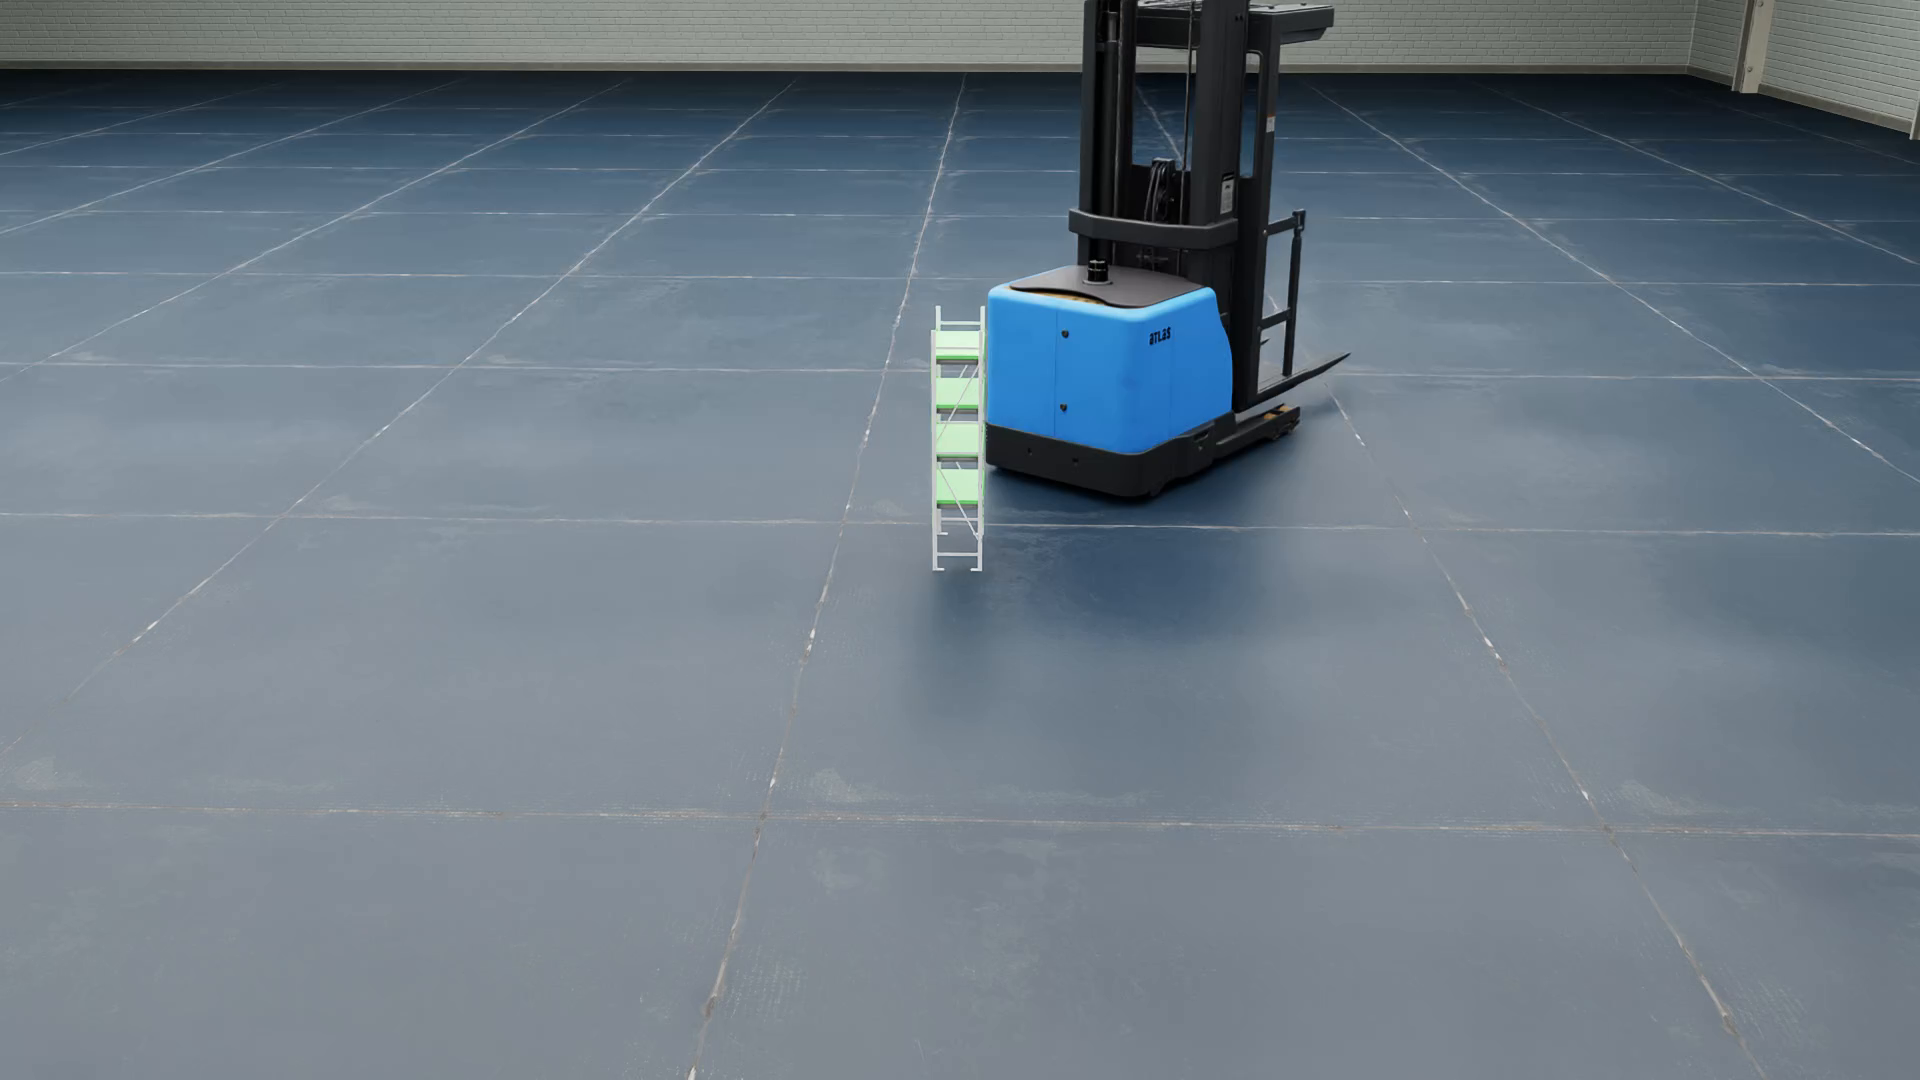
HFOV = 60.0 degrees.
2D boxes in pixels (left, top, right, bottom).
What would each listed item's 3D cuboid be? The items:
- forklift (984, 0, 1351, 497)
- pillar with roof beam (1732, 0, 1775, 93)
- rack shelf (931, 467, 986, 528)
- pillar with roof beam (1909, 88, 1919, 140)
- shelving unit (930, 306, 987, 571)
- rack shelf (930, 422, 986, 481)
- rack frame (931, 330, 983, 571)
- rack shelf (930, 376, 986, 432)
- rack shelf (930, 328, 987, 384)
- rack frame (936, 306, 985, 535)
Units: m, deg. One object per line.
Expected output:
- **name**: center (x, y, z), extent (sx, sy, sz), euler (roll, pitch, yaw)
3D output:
- **forklift**: center (1.437, -2.064, 9.798), extent (1.130, 2.935, 3.031), euler (16, 26, 35)
- **pillar with roof beam**: center (8.900, -11.780, 26.450), extent (9.100, 9.000, 0.400), euler (1, 21, 2)
- **rack shelf**: center (-0.005, -0.216, 8.268), extent (0.258, 0.148, 0.480), euler (1, 21, 2)
- **pillar with roof beam**: center (8.717, -9.611, 20.859), extent (9.100, 9.000, 0.400), euler (1, 21, 2)
- **shelving unit**: center (-0.005, -0.500, 8.158), extent (0.258, 1.200, 0.503), euler (1, 21, 2)
- **rack shelf**: center (-0.005, -0.440, 8.181), extent (0.258, 0.148, 0.480), euler (1, 21, 2)
- **rack frame**: center (-0.012, -0.411, 7.930), extent (0.240, 1.200, 0.015), euler (1, 21, 2)
- **rack shelf**: center (-0.005, -0.664, 8.094), extent (0.258, 0.148, 0.480), euler (1, 21, 2)
- **rack shelf**: center (-0.005, -0.887, 8.007), extent (0.258, 0.148, 0.480), euler (1, 21, 2)
- **rack frame**: center (0.002, -0.588, 8.385), extent (0.240, 1.200, 0.015), euler (1, 21, 2)
